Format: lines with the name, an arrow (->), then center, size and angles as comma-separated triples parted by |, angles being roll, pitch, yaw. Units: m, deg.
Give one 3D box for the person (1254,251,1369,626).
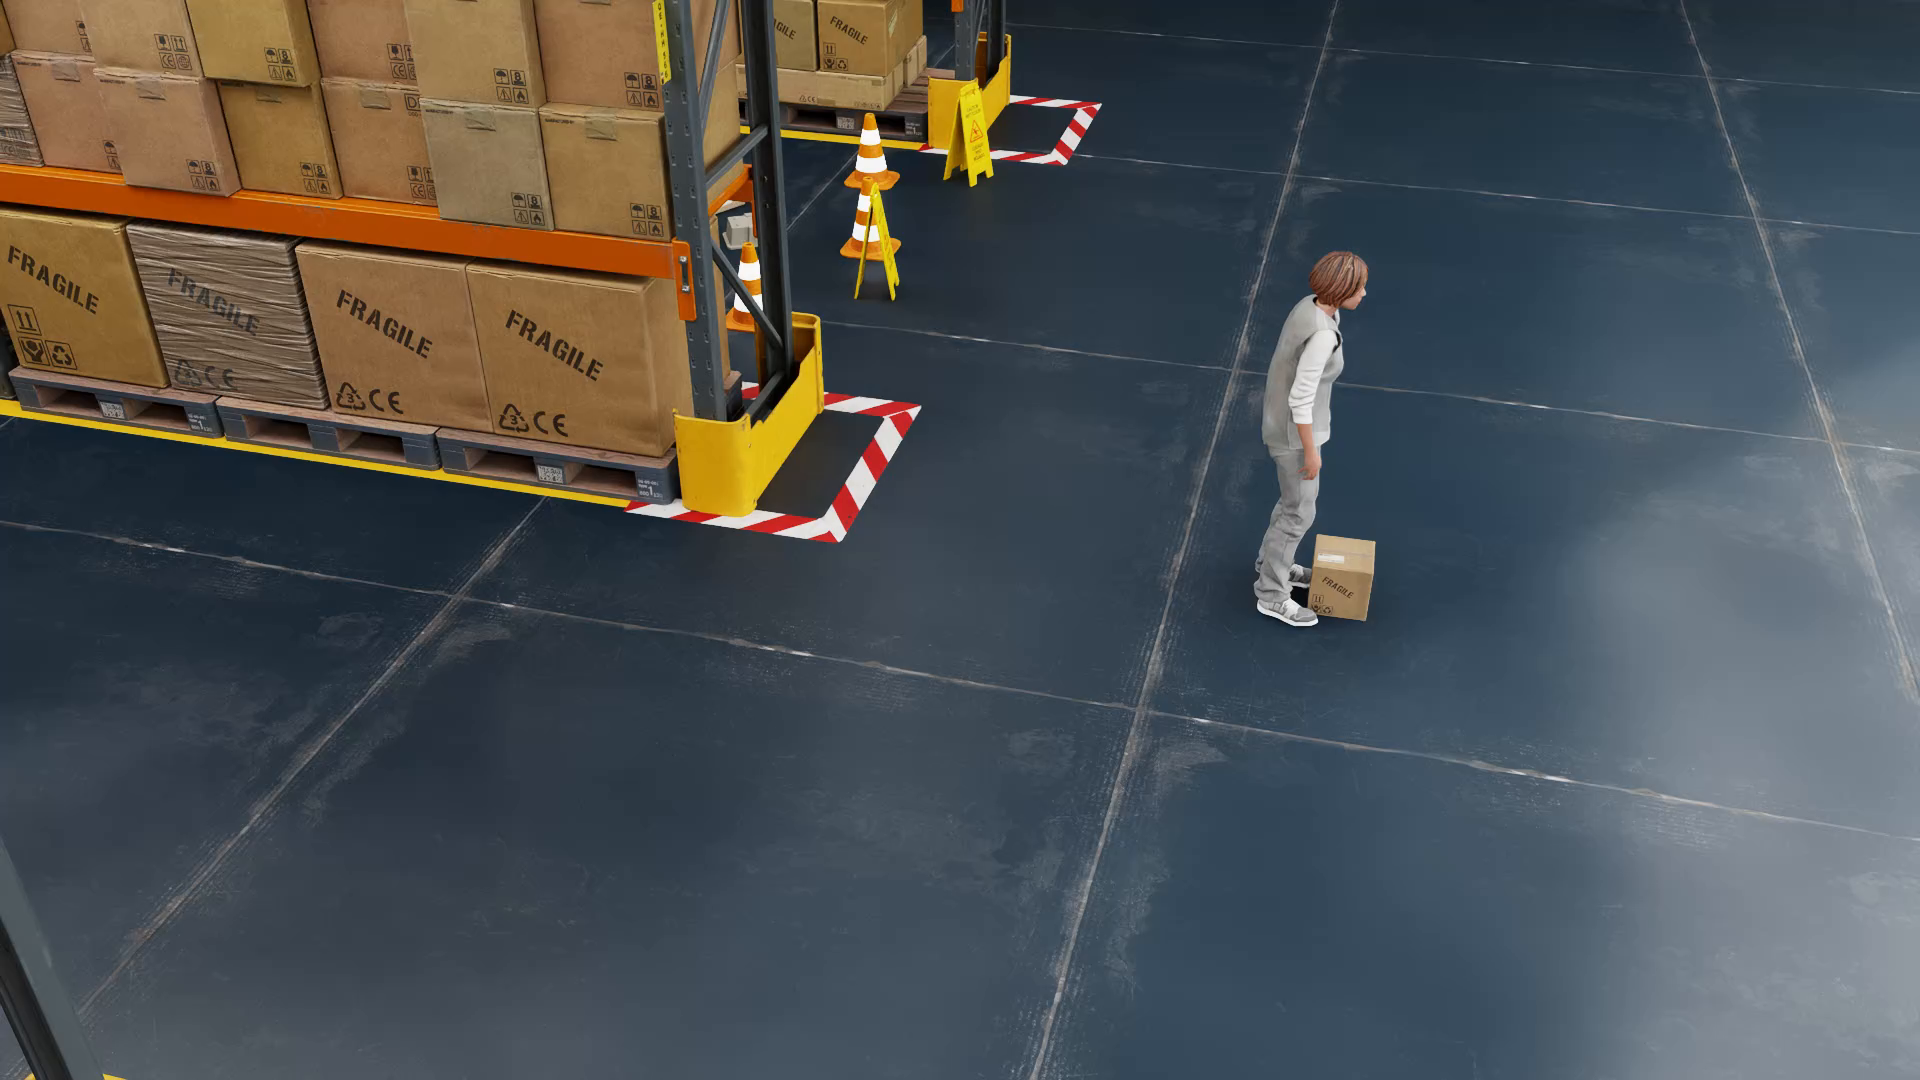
person -> 1.404, -0.431, 6.806 | 0.342, 1.593, 0.485 | 6, 34, 10
